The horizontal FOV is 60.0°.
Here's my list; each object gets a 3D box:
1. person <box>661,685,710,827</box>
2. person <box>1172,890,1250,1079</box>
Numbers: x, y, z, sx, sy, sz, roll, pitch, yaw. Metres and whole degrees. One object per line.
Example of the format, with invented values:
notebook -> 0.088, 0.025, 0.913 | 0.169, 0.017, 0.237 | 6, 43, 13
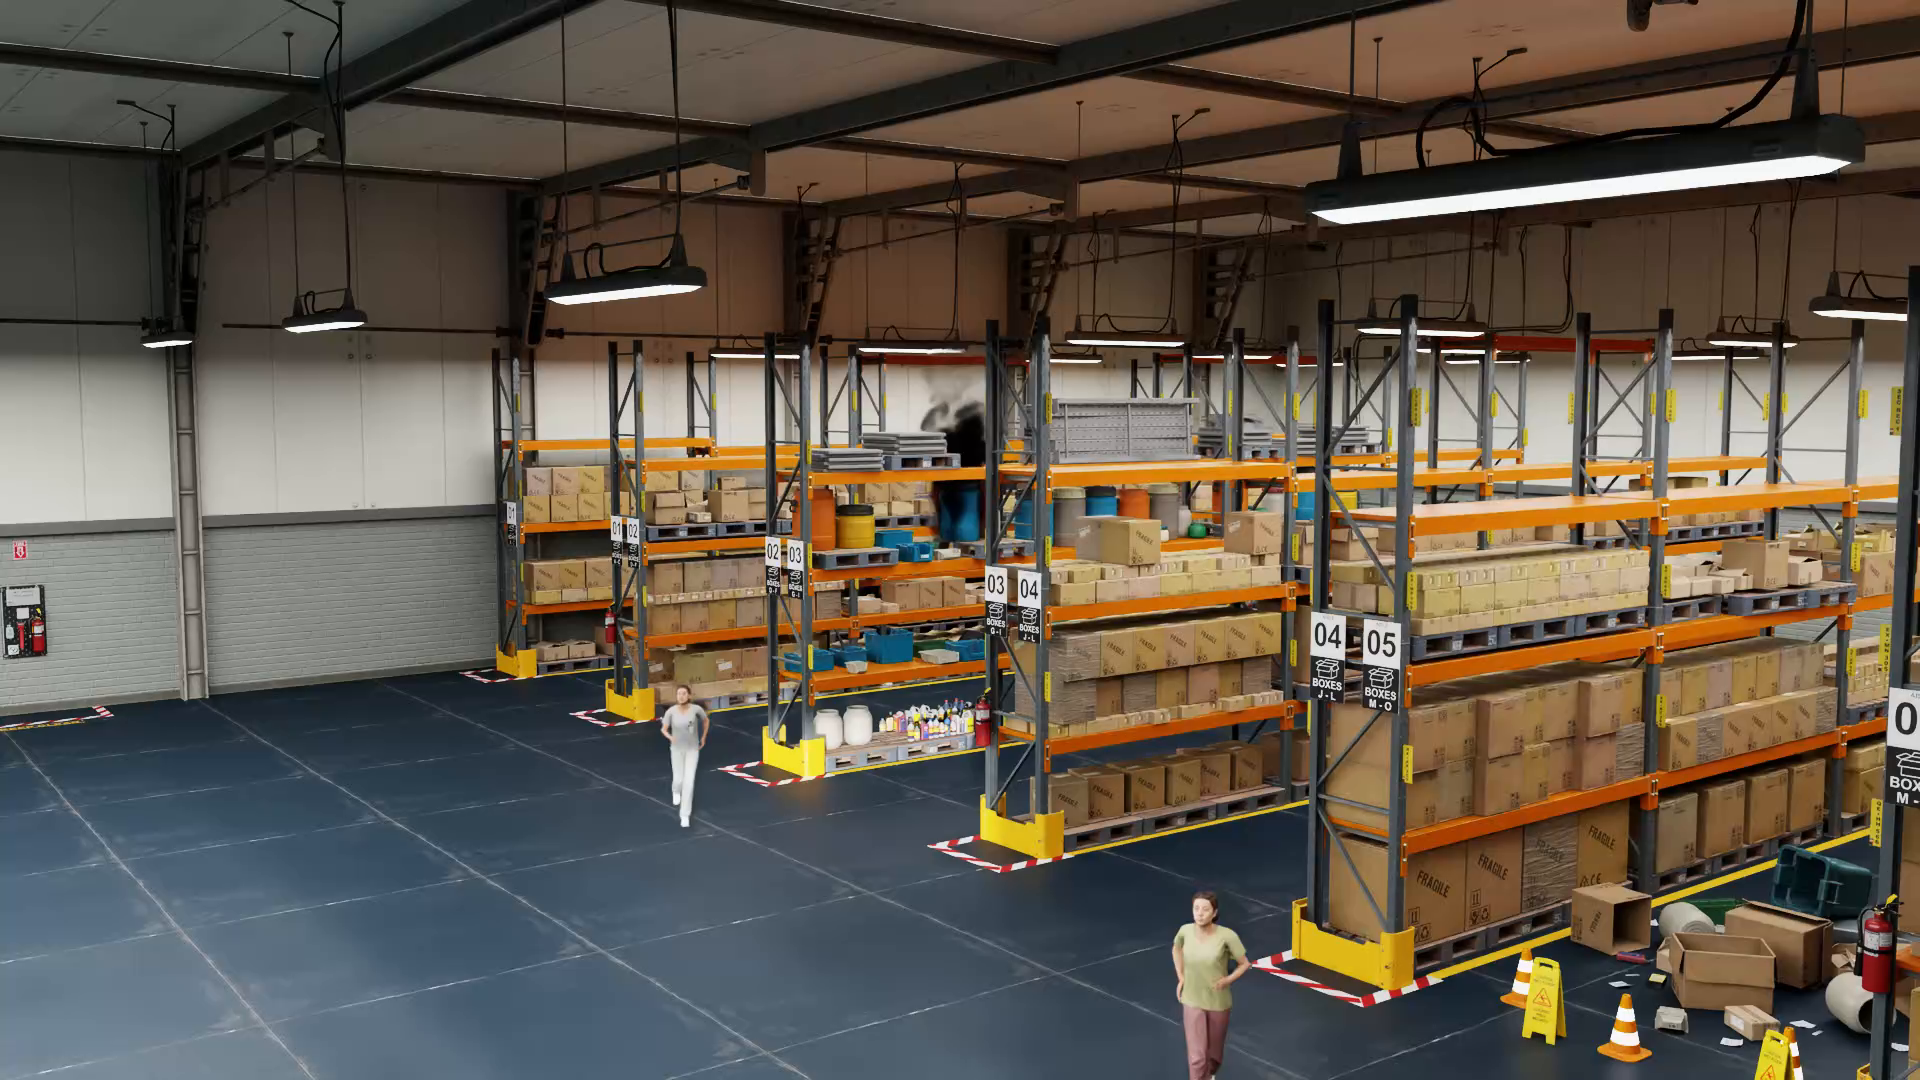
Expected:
person -> -3.335, 2.571, 20.228 | 0.577, 1.671, 0.902 | -1, 5, -6
person -> 1.768, 3.303, 11.811 | 0.568, 1.675, 0.863 | 1, 5, 15
